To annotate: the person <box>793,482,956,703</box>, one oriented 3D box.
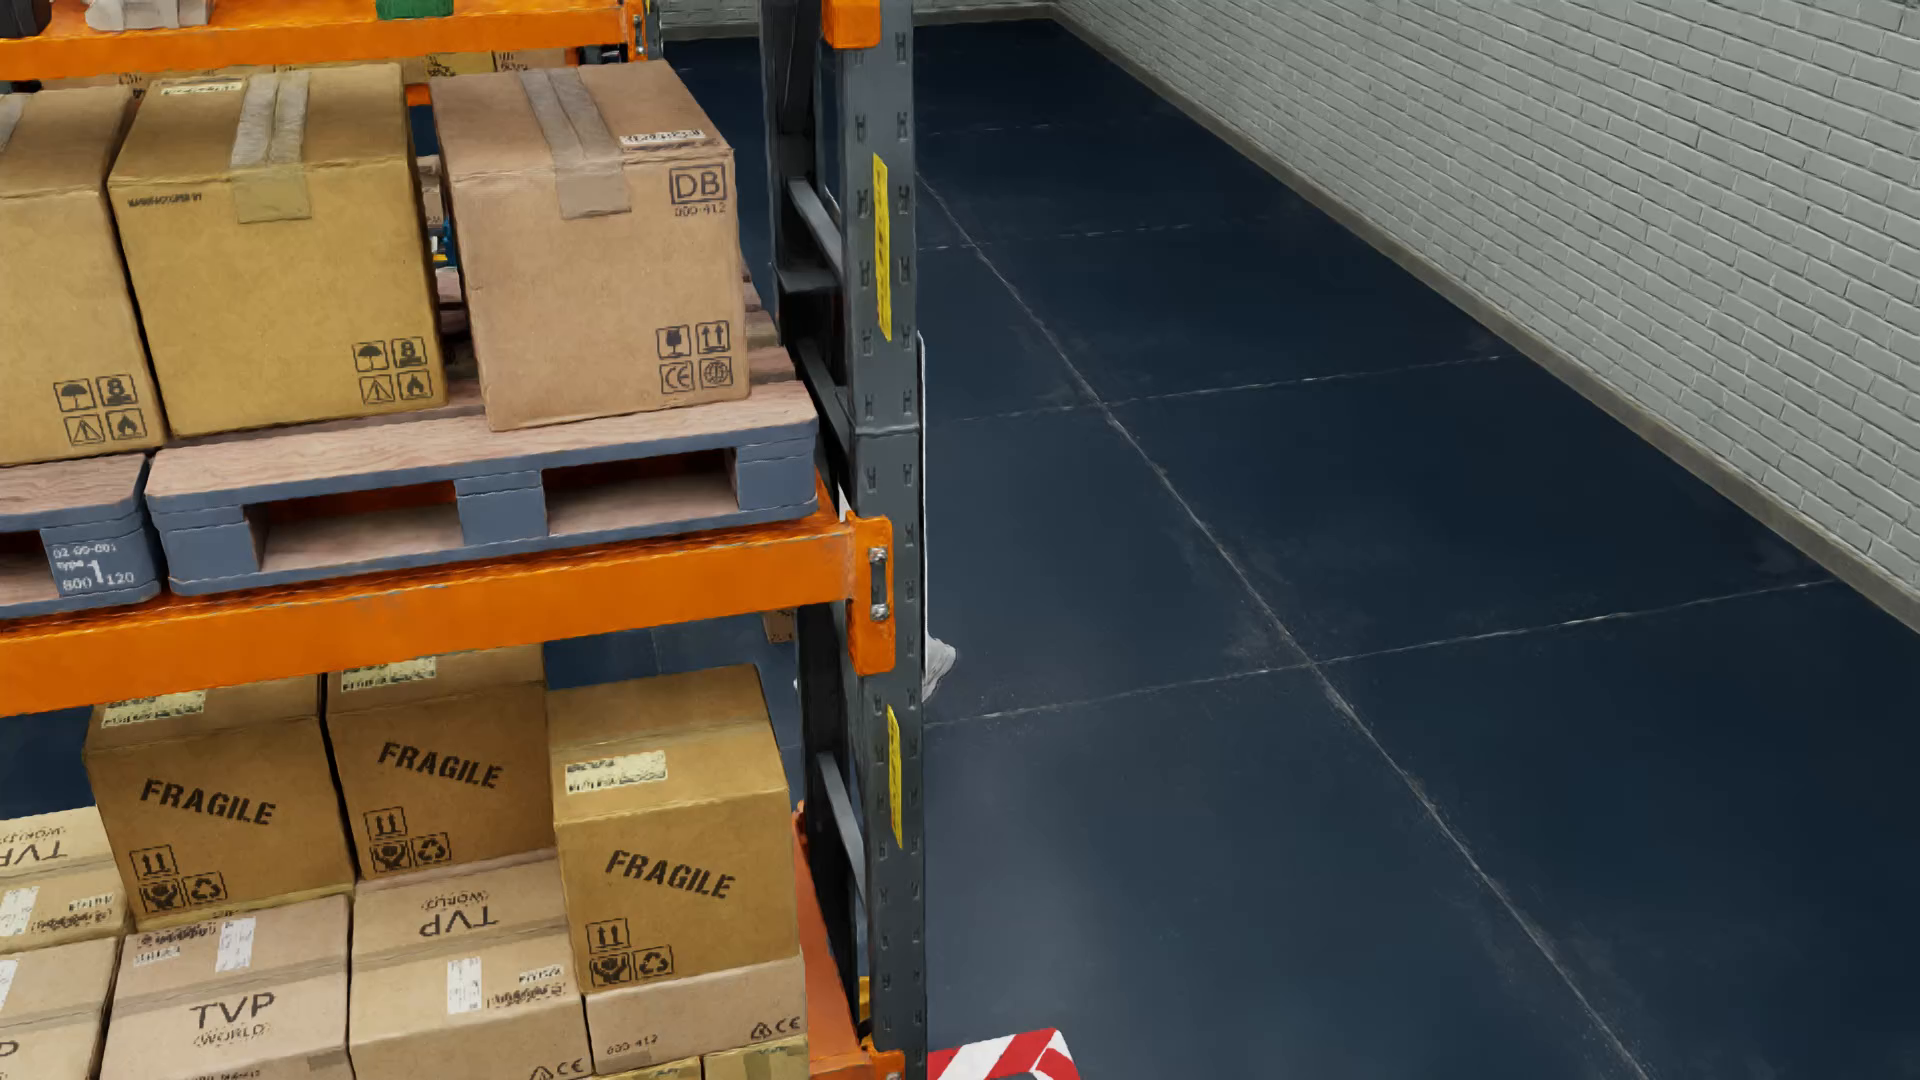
[{"bbox_3d":[-0.395,-0.052,7.228,0.740,1.772,0.629,-2,30,-4],"label":"person"}]
